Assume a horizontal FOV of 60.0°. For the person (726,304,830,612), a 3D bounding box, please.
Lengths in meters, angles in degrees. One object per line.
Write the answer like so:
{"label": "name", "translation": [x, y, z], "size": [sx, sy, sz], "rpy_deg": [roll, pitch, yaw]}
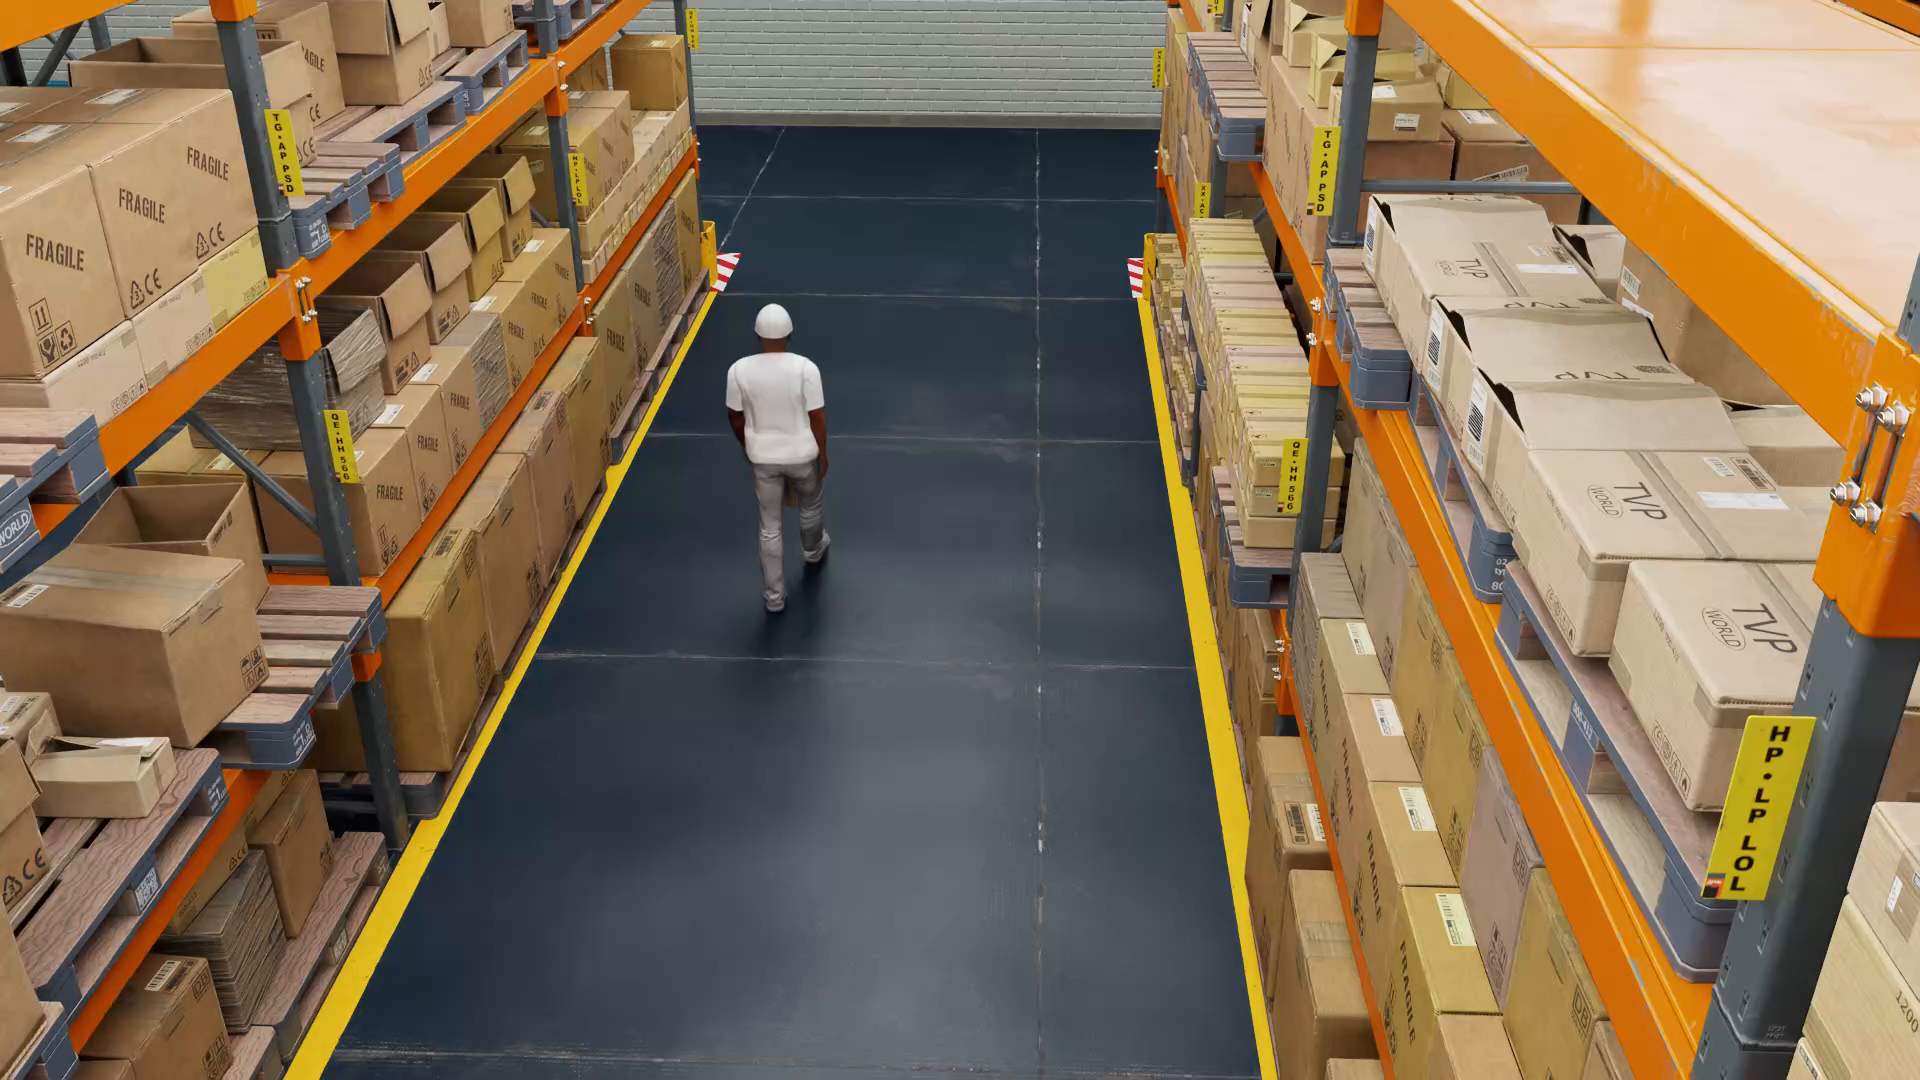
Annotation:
{"label": "person", "translation": [-1.037, -0.545, 9.614], "size": [0.572, 1.731, 0.896], "rpy_deg": [1, 28, 1]}
